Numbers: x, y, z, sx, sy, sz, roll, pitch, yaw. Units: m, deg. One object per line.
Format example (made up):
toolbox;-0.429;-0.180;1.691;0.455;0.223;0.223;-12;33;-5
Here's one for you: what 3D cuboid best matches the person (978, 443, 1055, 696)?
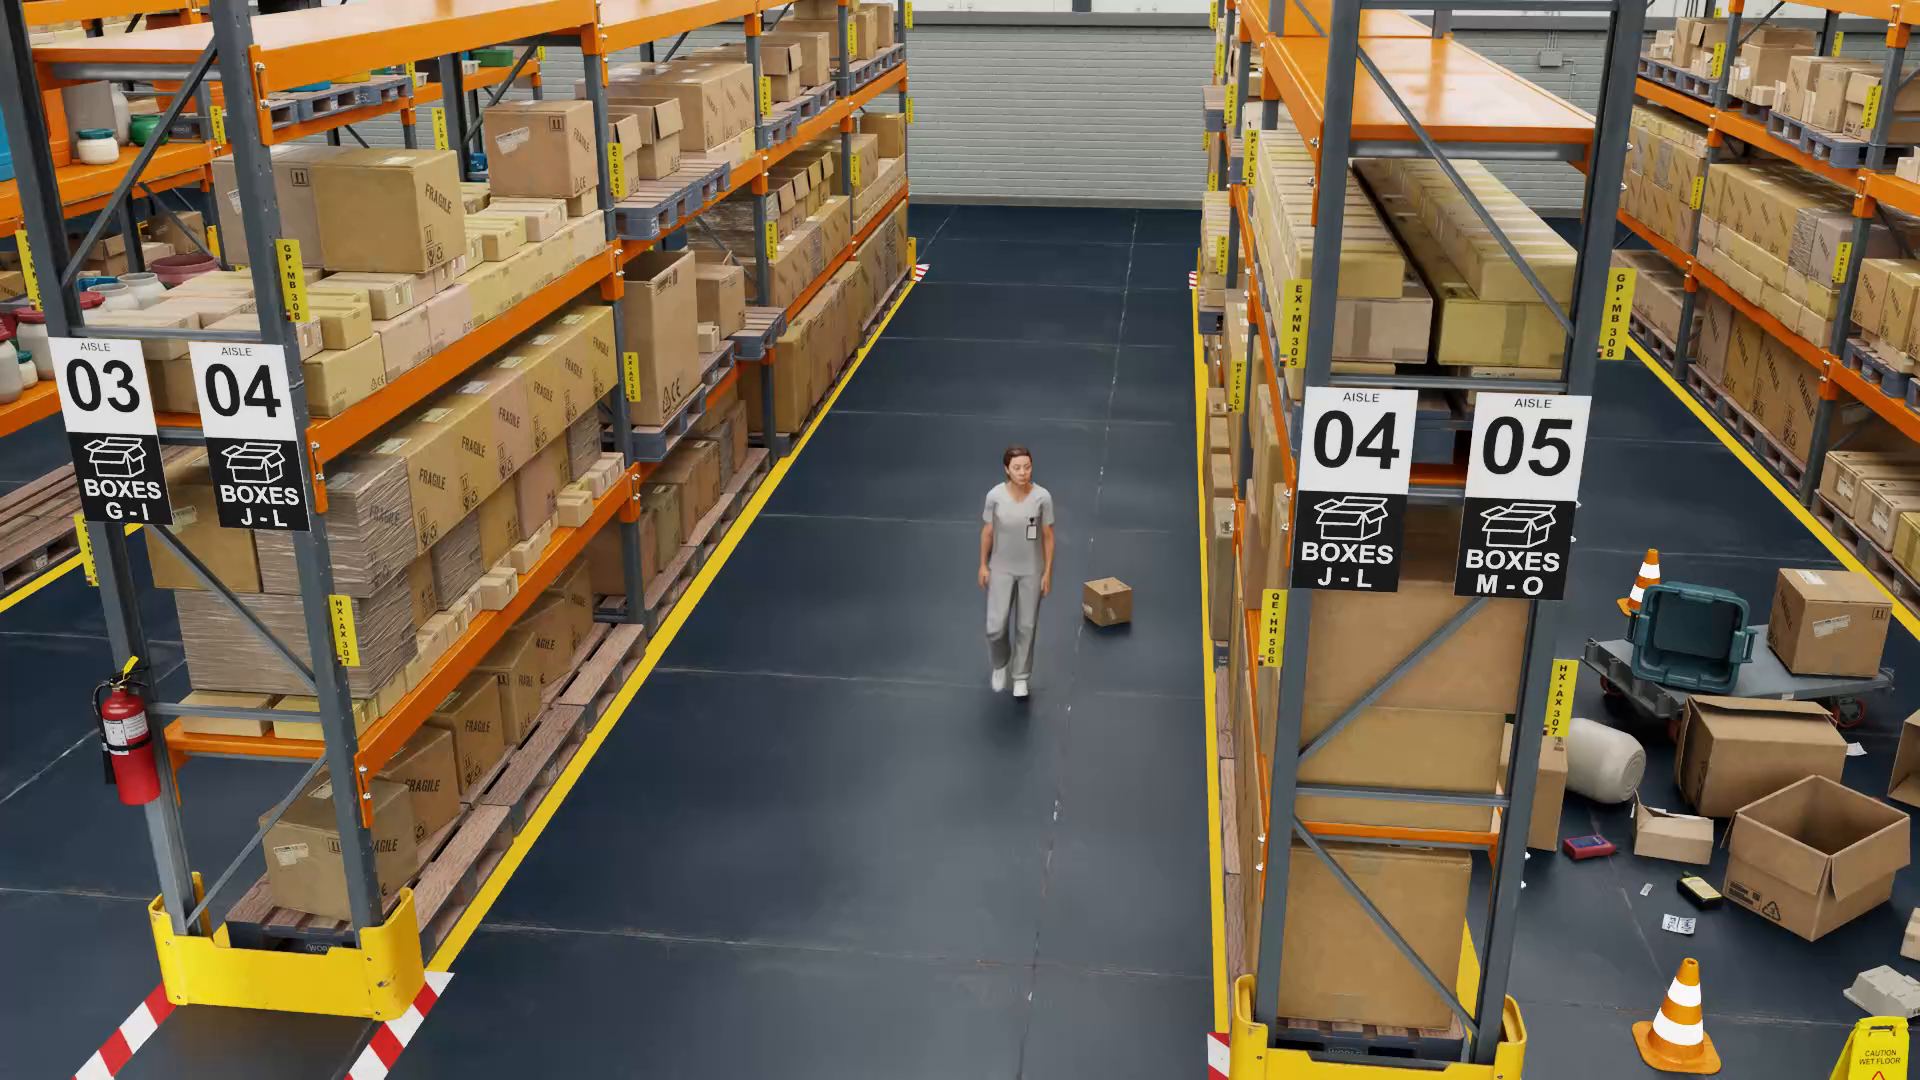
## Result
person;0.358;0.217;10.465;0.477;1.672;0.437;-1;21;-2
